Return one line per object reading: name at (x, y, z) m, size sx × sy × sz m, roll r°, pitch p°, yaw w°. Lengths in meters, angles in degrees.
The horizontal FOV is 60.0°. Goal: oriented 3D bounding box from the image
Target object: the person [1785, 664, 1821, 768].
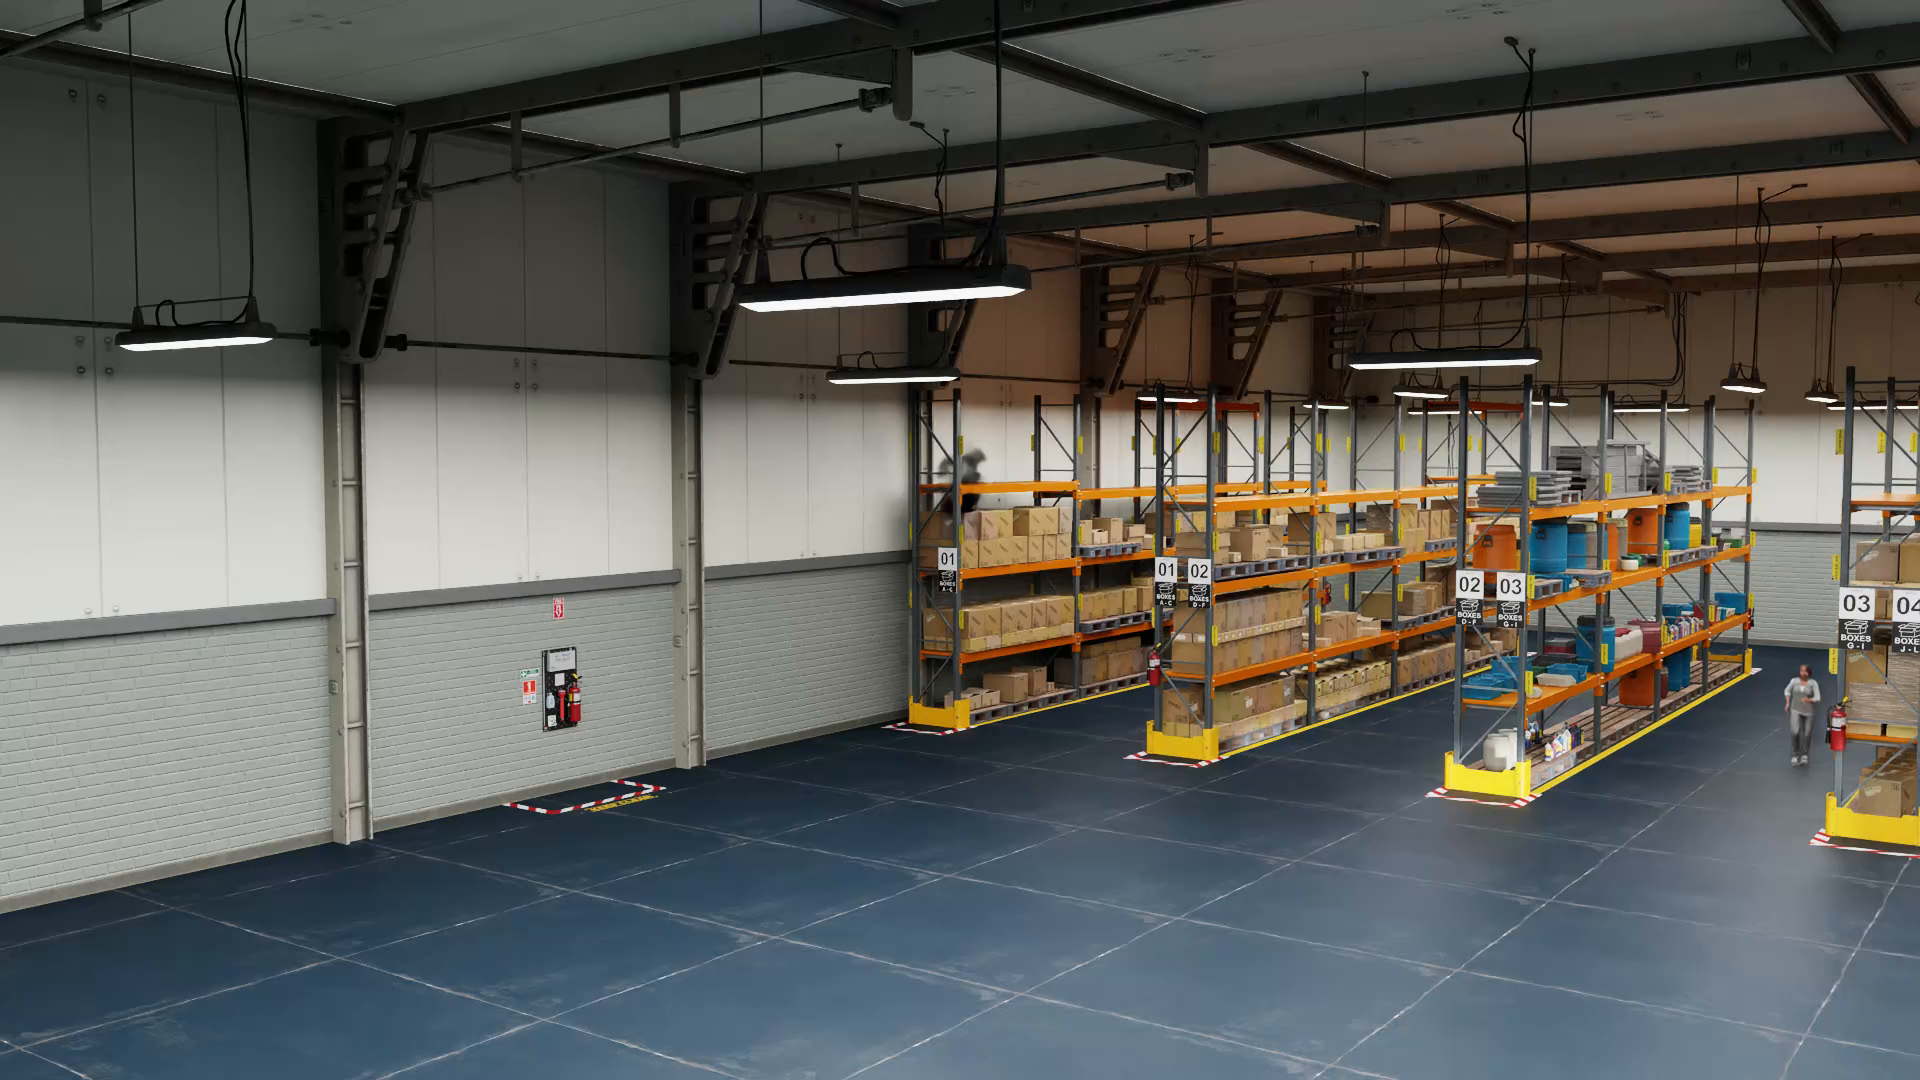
person at (13.080, 2.729, 25.838) m, size 0.503 × 1.617 × 0.682 m, roll 2°, pitch 4°, yaw 28°
